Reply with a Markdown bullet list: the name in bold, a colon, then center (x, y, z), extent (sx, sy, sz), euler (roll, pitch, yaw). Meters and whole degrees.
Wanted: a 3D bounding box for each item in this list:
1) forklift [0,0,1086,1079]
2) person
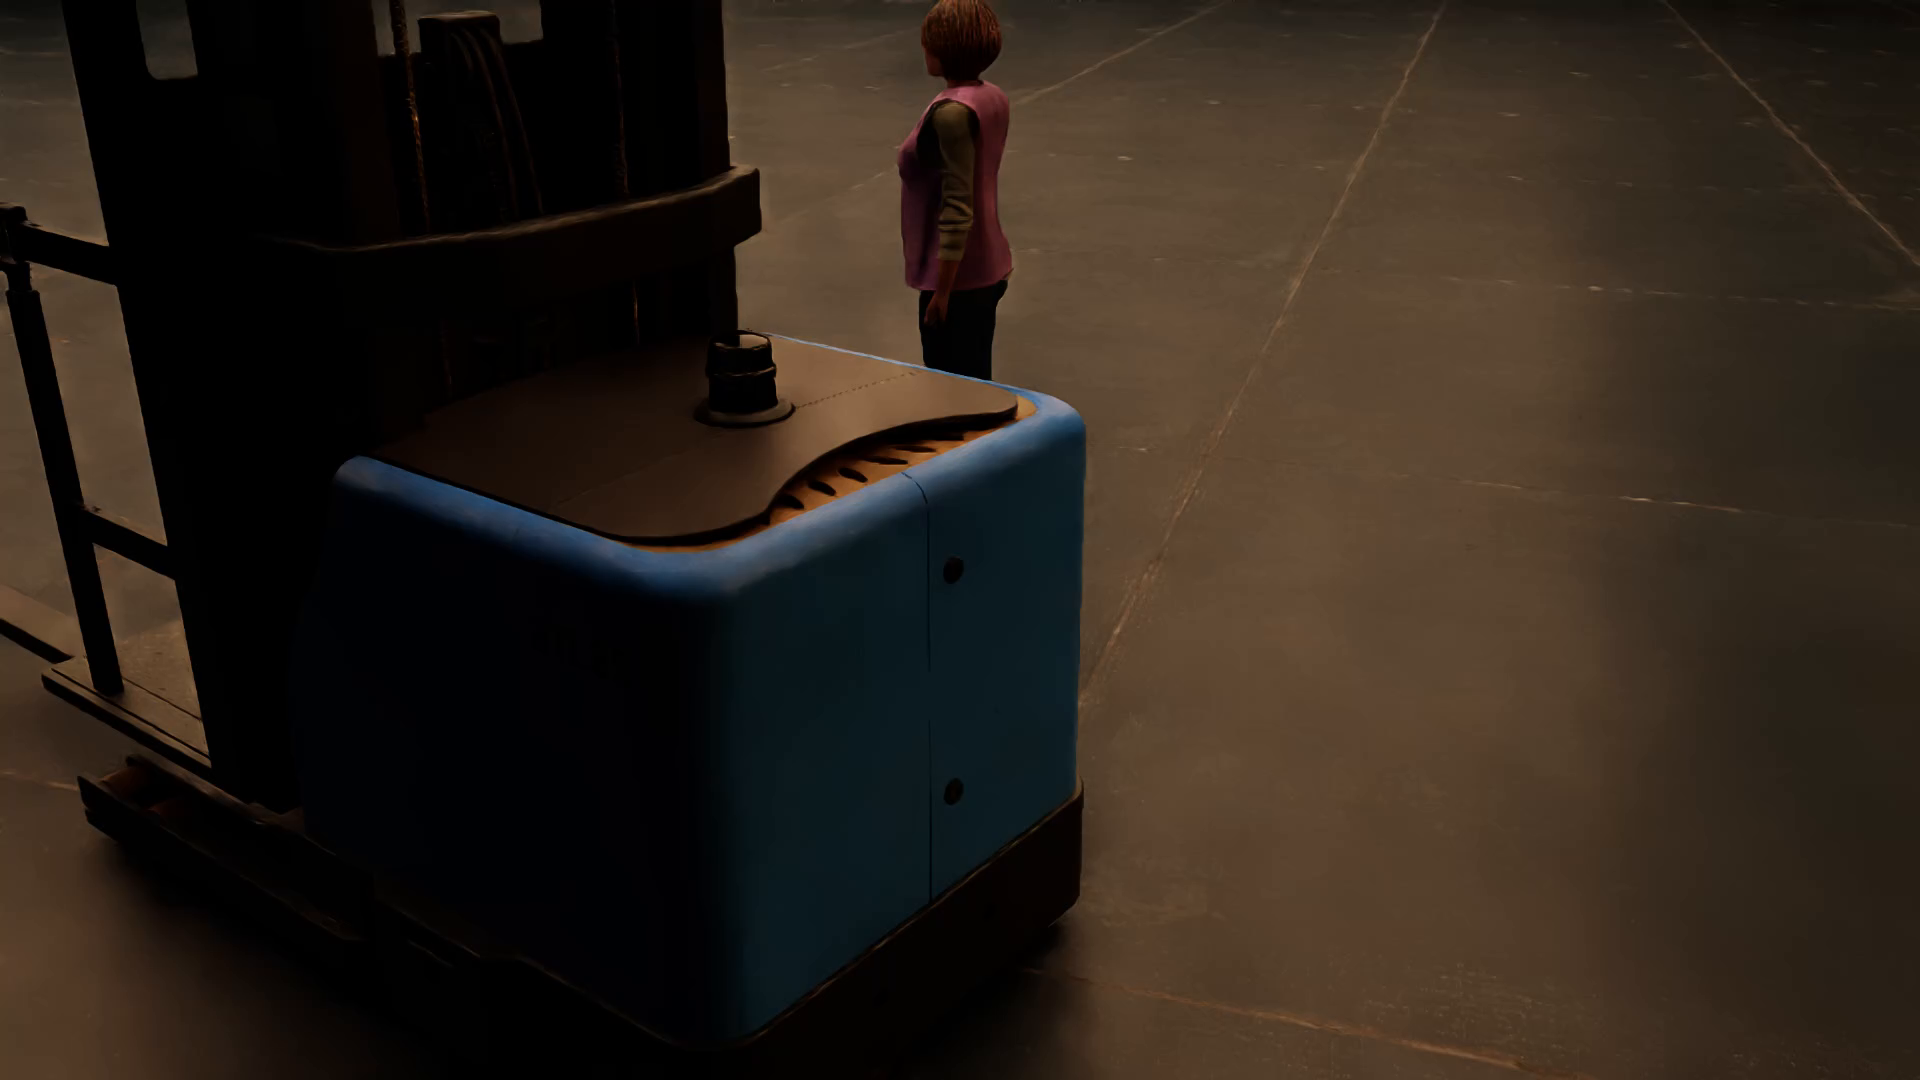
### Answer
- **forklift**: center (-1.244, -0.802, 3.222), extent (3.031, 2.935, 1.130), euler (16, 27, 34)
- **person**: center (-0.009, -0.741, 4.817), extent (0.311, 1.604, 0.405), euler (7, 23, 16)
